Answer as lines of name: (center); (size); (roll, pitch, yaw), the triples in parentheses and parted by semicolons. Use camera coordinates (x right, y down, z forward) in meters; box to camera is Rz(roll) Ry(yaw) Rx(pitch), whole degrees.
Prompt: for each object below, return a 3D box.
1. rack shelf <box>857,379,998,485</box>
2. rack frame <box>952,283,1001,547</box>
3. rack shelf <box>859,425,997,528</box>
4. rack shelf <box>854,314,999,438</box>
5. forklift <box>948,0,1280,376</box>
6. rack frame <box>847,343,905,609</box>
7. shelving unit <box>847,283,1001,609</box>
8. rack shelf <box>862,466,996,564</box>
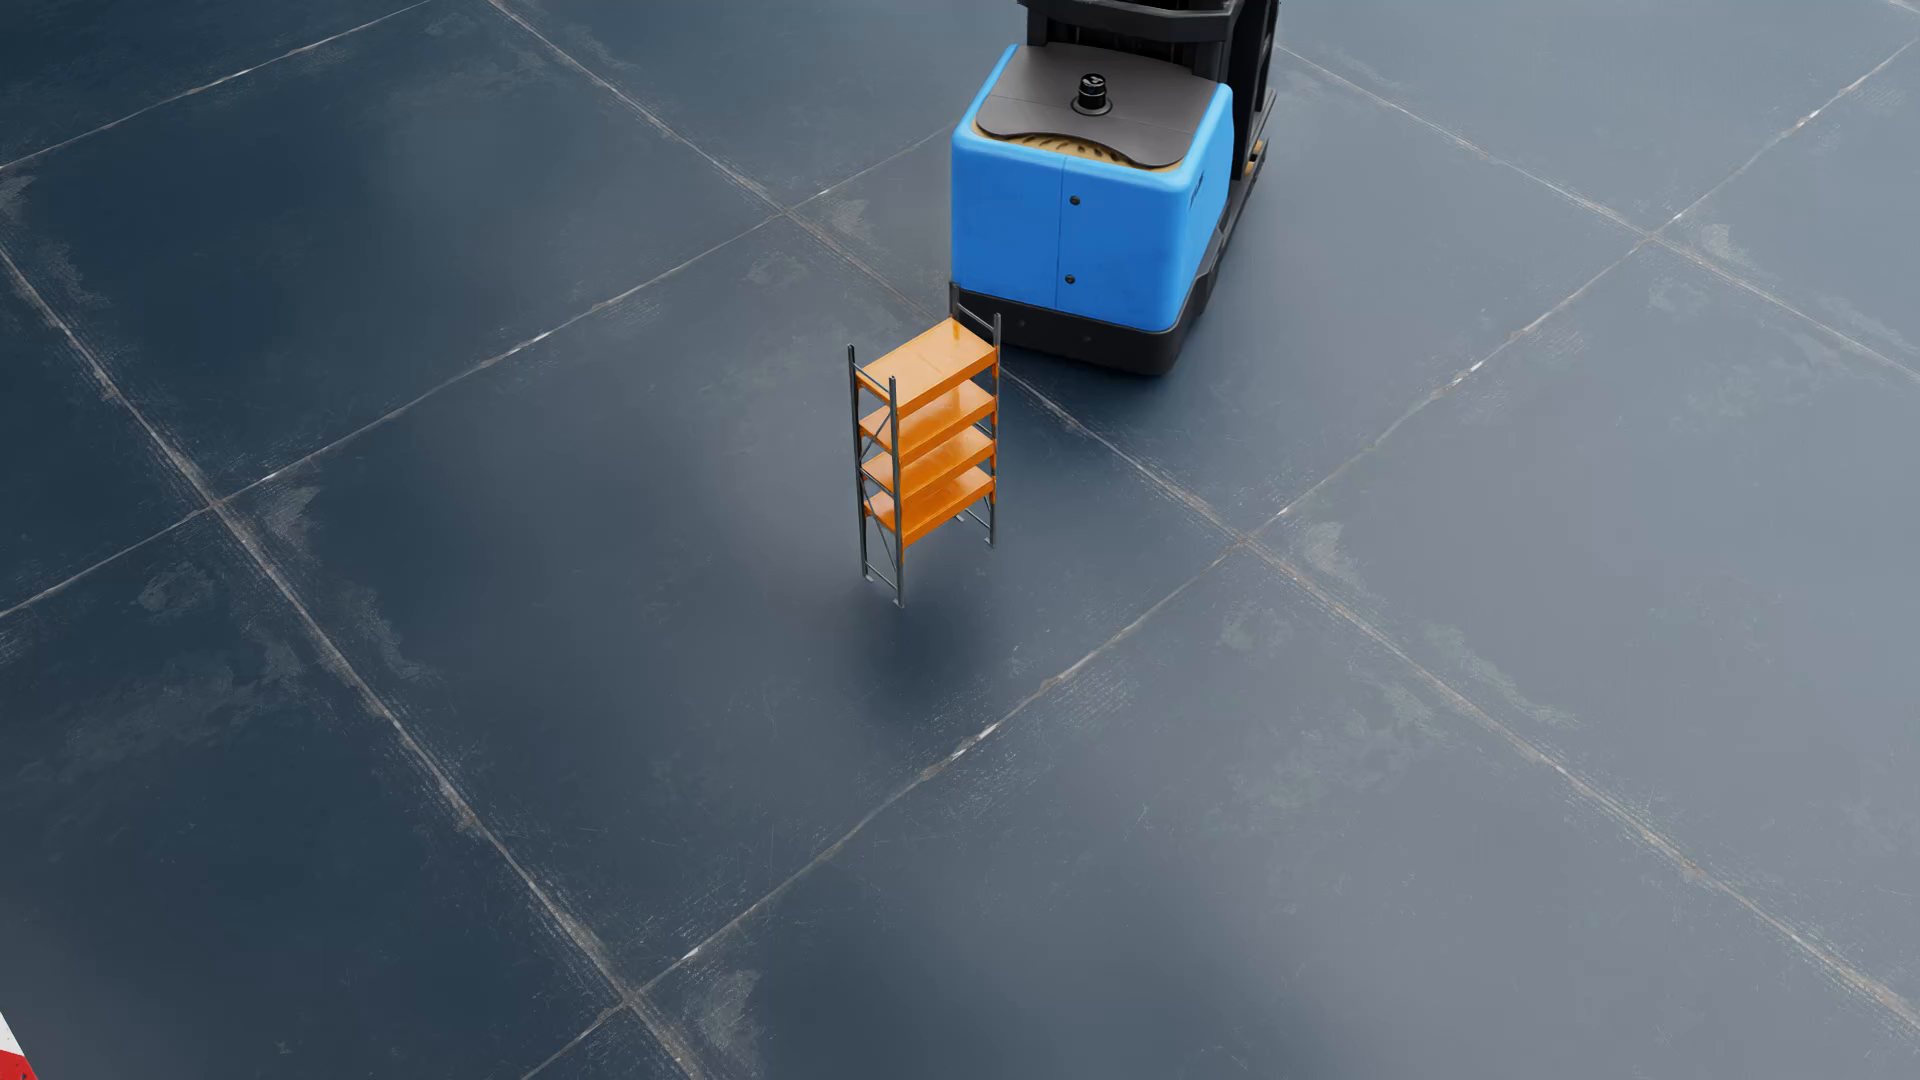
rack shelf: (-0.122, -0.431, 6.119); (0.480, 0.148, 0.258); (-34, 56, -27)
rack frame: (0.058, -0.446, 6.345); (0.015, 1.200, 0.240); (-34, 56, -27)
rack shelf: (-0.122, -0.279, 6.283); (0.480, 0.148, 0.258); (-34, 56, -27)
rack shelf: (-0.122, -0.592, 5.945); (0.480, 0.148, 0.258); (-34, 56, -27)
forklift: (0.925, -2.823, 7.361); (1.130, 2.935, 3.031); (15, 49, 13)
rack frame: (-0.303, -0.204, 6.122); (0.015, 1.200, 0.240); (-34, 56, -27)
shelving unit: (-0.122, -0.325, 6.234); (0.503, 1.200, 0.258); (-34, 56, -27)
rack shelf: (-0.122, -0.145, 6.429); (0.480, 0.148, 0.258); (-34, 56, -27)
